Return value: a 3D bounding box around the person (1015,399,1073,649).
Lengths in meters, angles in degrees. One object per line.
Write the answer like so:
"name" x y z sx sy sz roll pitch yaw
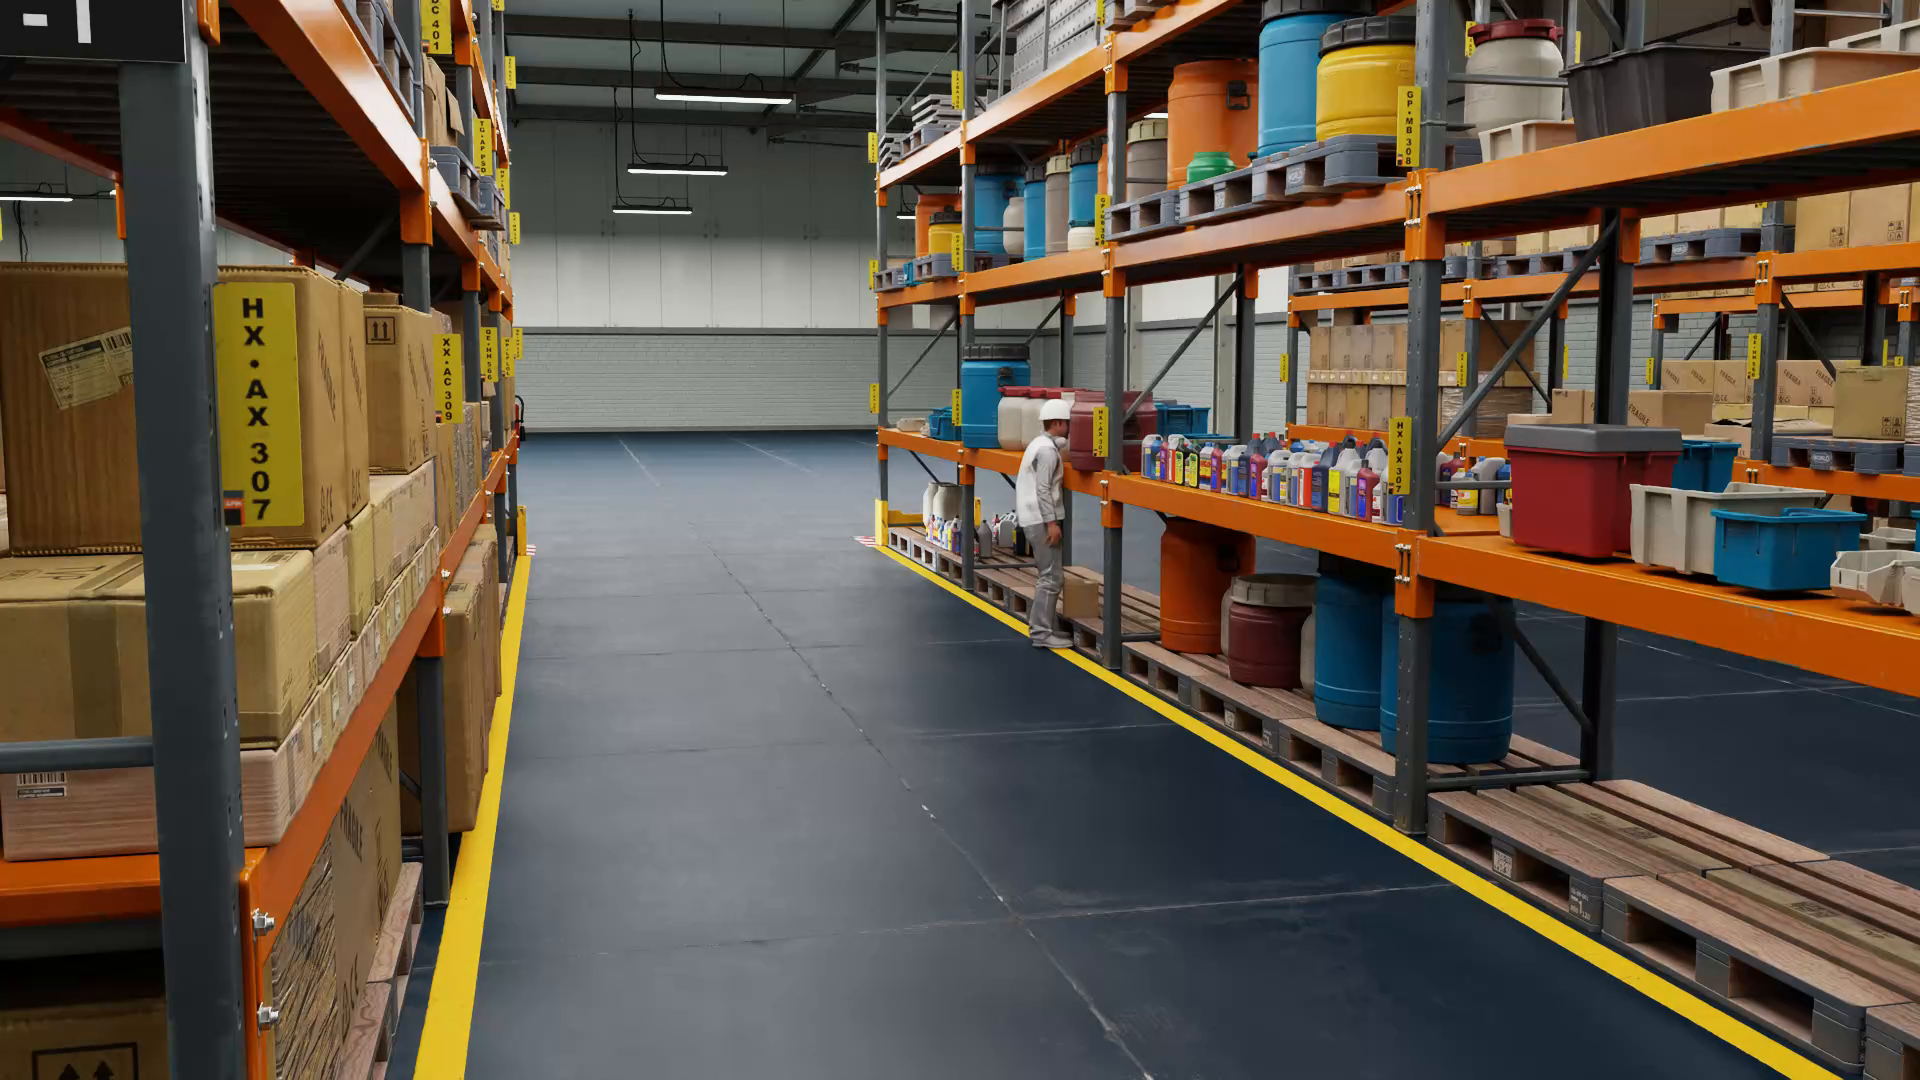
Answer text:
"person" 0.632 -0.127 12.017 0.463 1.770 0.585 0 6 0
